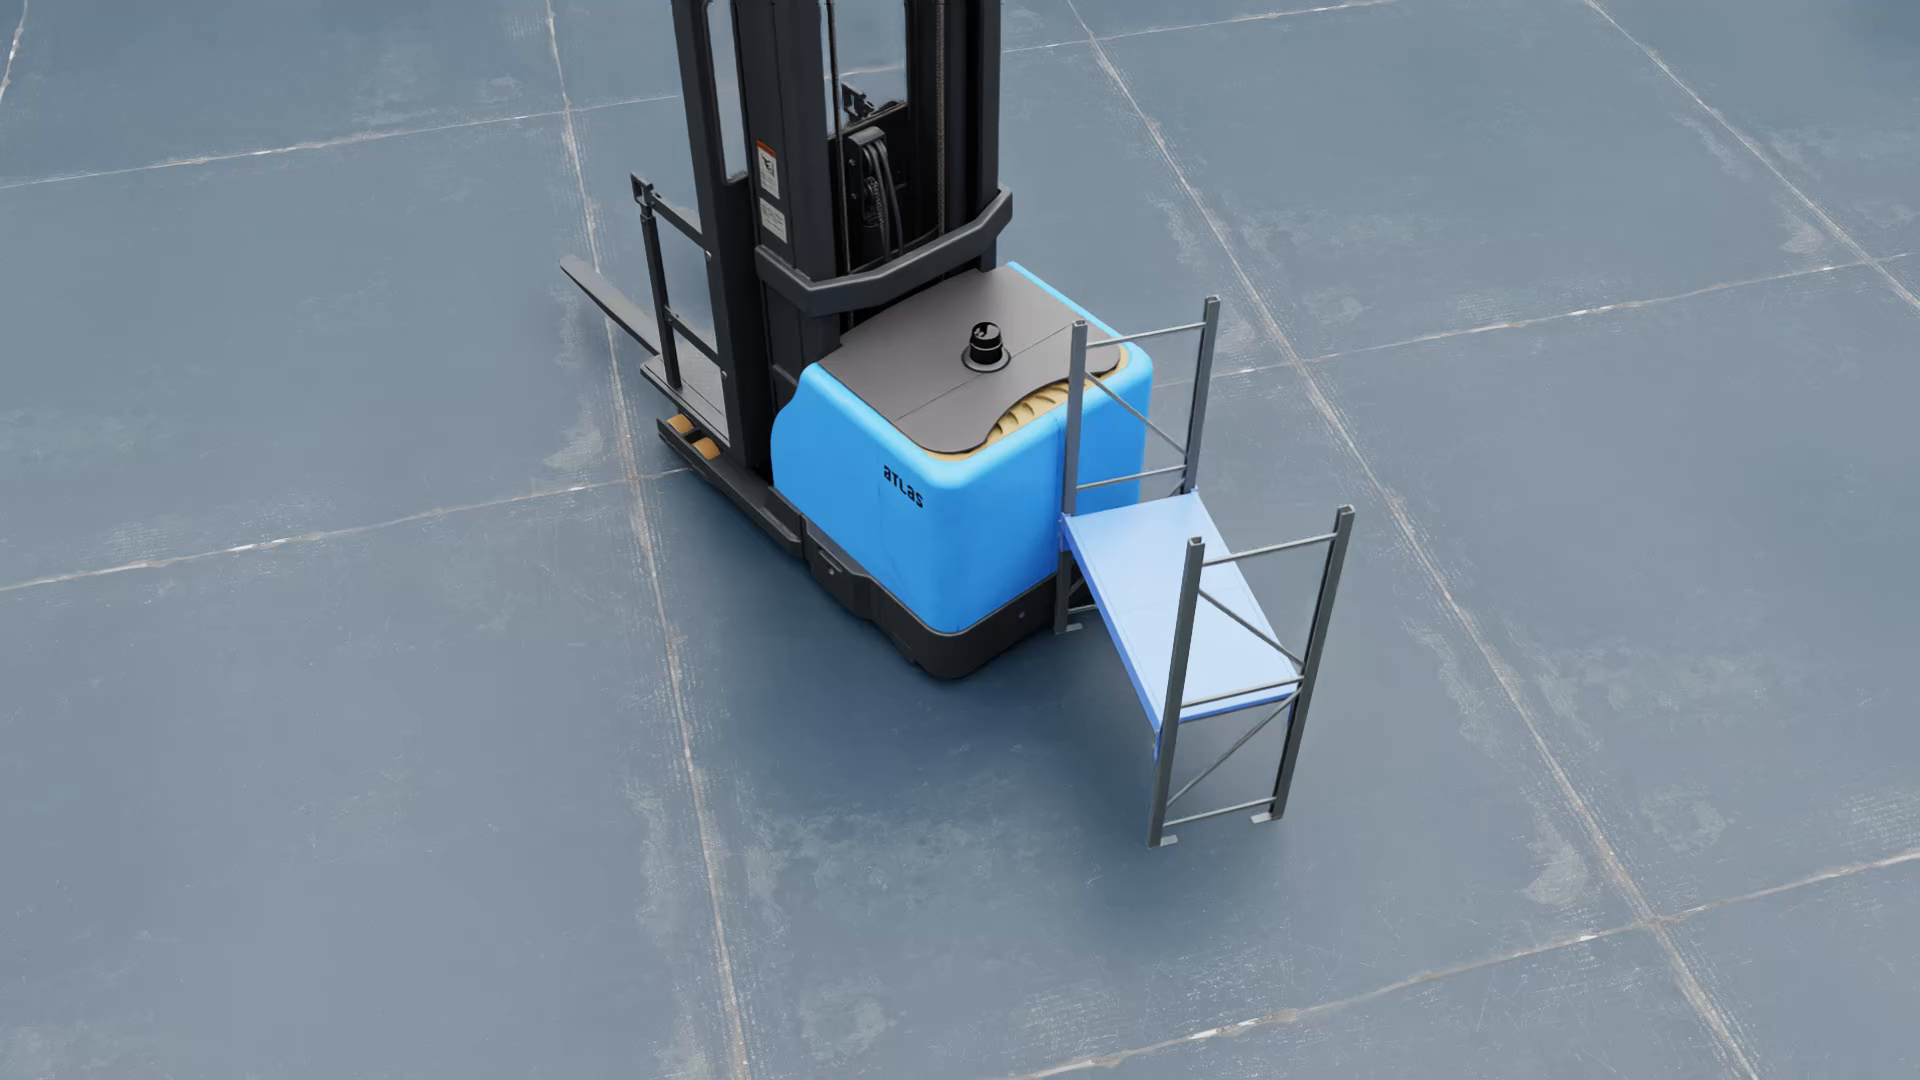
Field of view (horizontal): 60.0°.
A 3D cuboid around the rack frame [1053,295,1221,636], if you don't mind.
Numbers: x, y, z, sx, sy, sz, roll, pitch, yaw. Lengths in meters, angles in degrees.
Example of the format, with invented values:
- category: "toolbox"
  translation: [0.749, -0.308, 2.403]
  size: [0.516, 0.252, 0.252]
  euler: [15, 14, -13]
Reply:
- category: "rack frame"
  translation: [0.605, -0.217, 5.913]
  size: [0.500, 1.500, 0.032]
  euler: [-11, 47, -11]

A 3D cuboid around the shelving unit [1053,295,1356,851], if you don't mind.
- category: "shelving unit"
  translation: [0.744, 0.132, 5.570]
  size: [0.538, 1.500, 1.048]
  euler: [-11, 47, -11]

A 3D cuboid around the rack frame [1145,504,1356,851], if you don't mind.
- category: "rack frame"
  translation: [0.882, 0.482, 5.228]
  size: [0.500, 1.500, 0.032]
  euler: [-11, 47, -11]

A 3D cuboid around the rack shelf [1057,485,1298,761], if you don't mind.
- category: "rack shelf"
  translation: [0.744, 0.258, 5.699]
  size: [0.538, 0.185, 1.000]
  euler: [-11, 47, -11]

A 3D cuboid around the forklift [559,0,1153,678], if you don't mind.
- category: "forklift"
  translation: [-0.631, -1.499, 6.167]
  size: [1.130, 2.935, 3.031]
  euler: [-31, 53, -27]
